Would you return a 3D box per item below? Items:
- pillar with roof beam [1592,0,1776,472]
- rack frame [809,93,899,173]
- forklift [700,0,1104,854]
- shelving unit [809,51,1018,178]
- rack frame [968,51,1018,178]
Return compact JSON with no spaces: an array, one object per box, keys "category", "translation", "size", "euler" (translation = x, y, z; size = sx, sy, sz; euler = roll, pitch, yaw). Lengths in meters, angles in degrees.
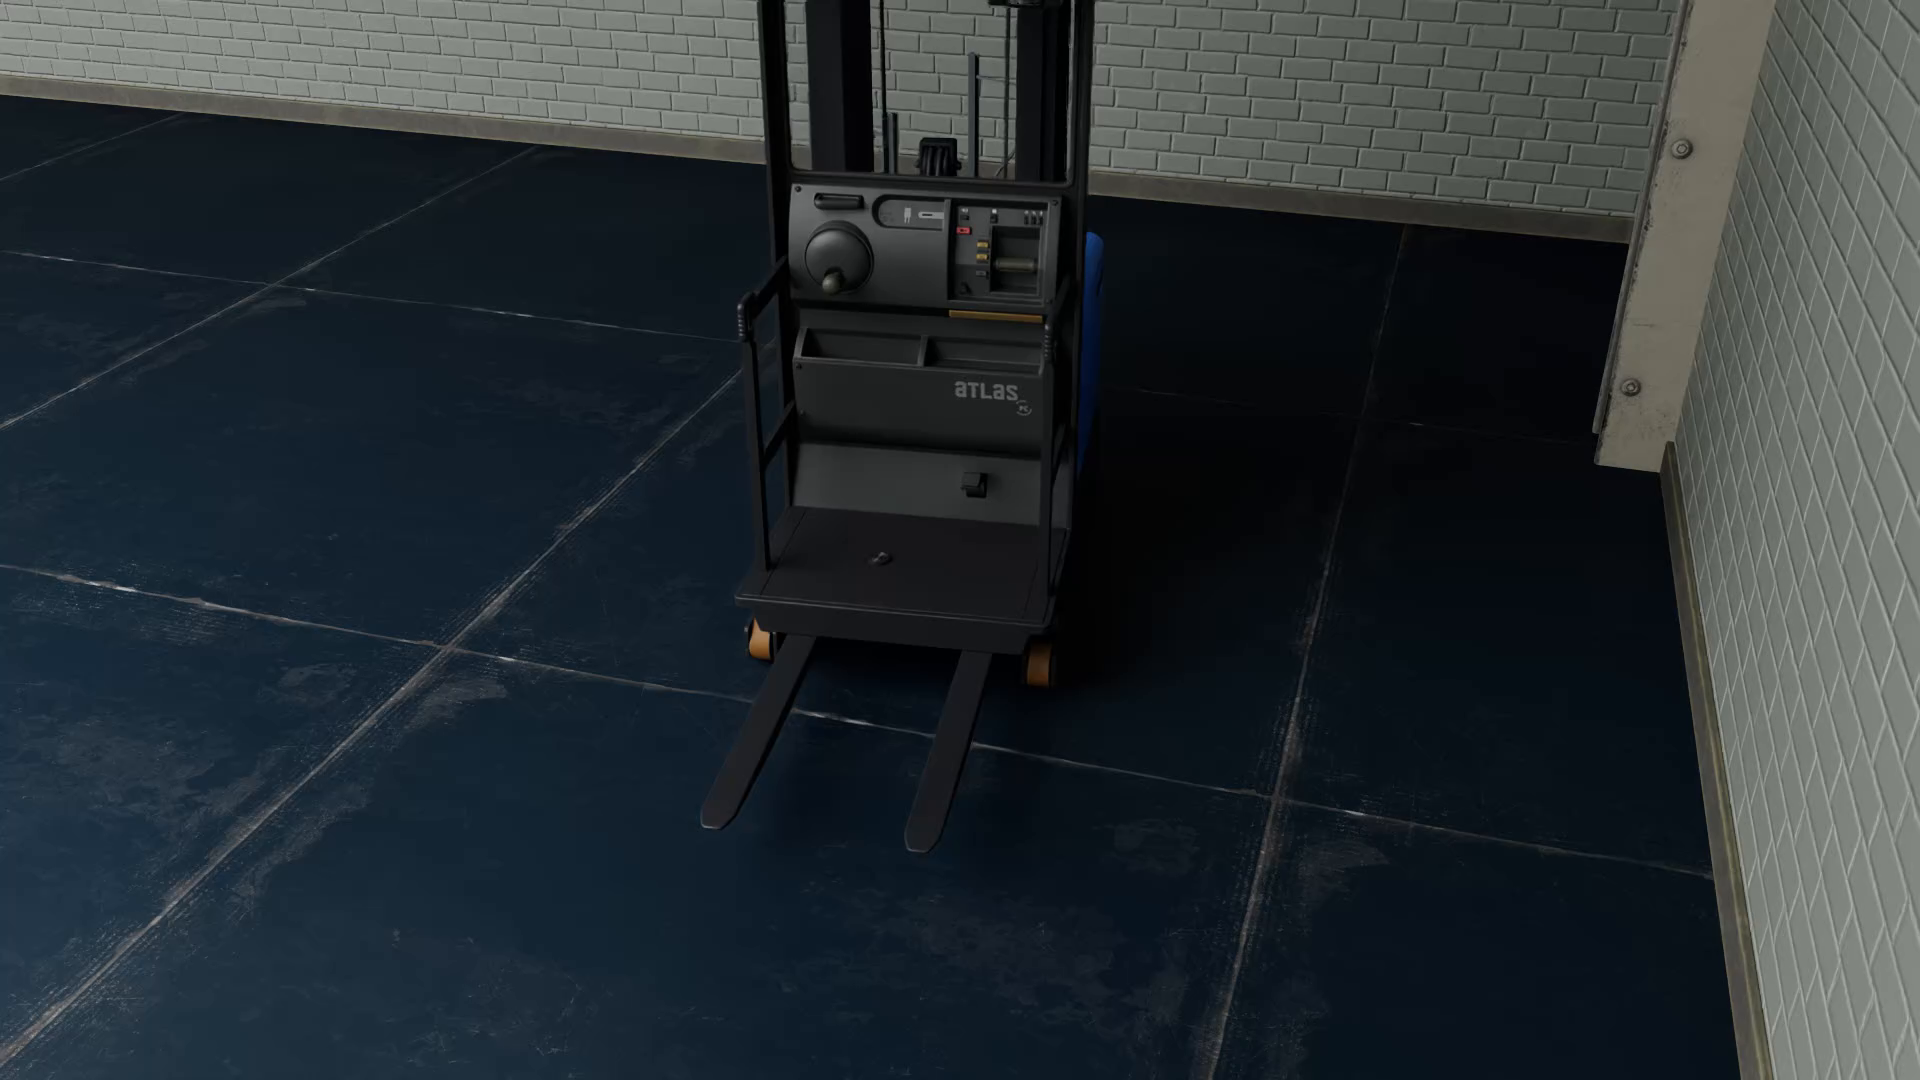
[{"category":"pillar with roof beam","translation":[-1.105,-4.951,6.394],"size":[9.100,9.000,0.400],"euler":[8,30,15]},{"category":"rack frame","translation":[-0.449,-1.175,7.319],"size":[0.500,1.500,0.032],"euler":[24,37,36]},{"category":"forklift","translation":[-0.157,-0.955,5.451],"size":[1.130,2.935,3.031],"euler":[5,29,9]},{"category":"shelving unit","translation":[-0.107,-1.358,7.648],"size":[0.538,1.500,1.048],"euler":[24,37,36]},{"category":"rack frame","translation":[0.235,-1.540,7.976],"size":[0.500,1.500,0.032],"euler":[24,37,36]}]
